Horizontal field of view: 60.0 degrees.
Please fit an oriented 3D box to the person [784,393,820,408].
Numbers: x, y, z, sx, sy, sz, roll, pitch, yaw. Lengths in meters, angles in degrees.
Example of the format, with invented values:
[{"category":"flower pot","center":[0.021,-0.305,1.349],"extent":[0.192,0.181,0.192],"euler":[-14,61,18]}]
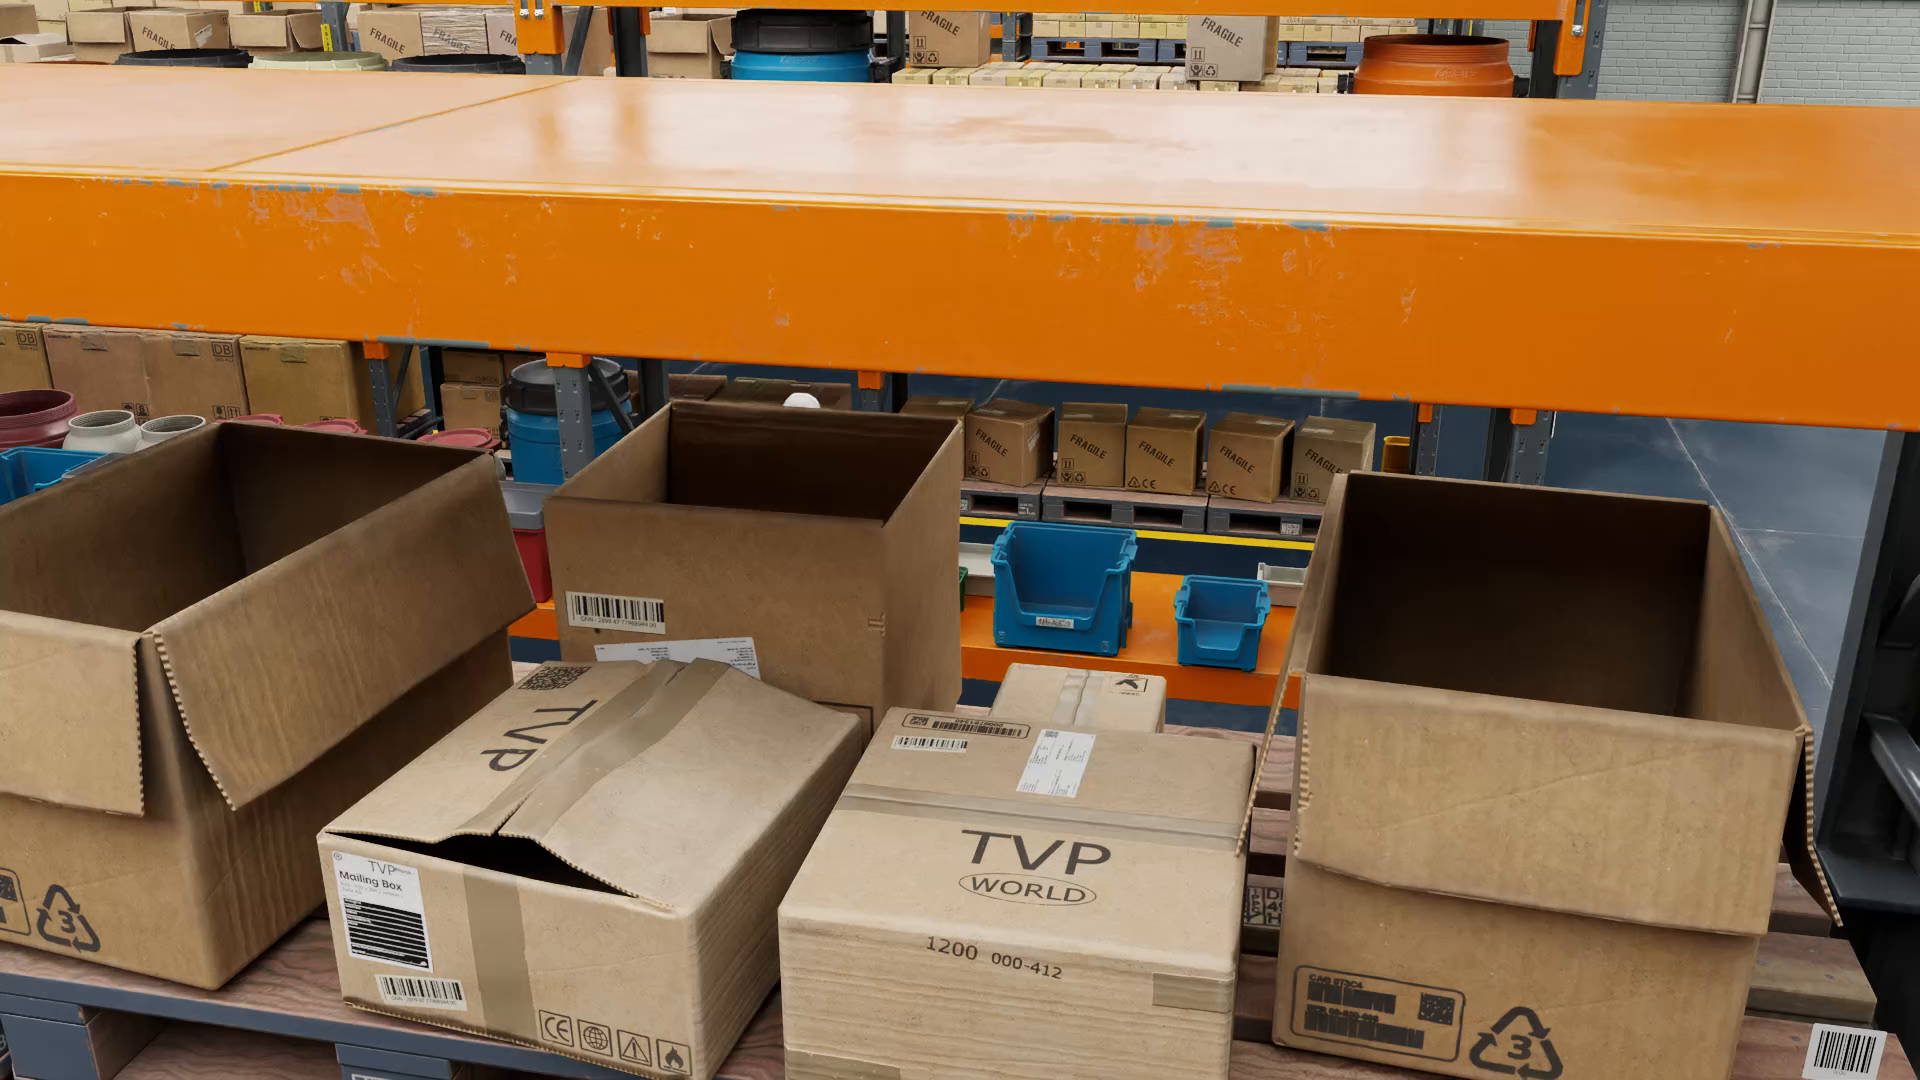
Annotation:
[{"category":"person","center":[-0.811,0.010,9.543],"extent":[0.447,1.774,0.618],"euler":[4,22,11]}]
